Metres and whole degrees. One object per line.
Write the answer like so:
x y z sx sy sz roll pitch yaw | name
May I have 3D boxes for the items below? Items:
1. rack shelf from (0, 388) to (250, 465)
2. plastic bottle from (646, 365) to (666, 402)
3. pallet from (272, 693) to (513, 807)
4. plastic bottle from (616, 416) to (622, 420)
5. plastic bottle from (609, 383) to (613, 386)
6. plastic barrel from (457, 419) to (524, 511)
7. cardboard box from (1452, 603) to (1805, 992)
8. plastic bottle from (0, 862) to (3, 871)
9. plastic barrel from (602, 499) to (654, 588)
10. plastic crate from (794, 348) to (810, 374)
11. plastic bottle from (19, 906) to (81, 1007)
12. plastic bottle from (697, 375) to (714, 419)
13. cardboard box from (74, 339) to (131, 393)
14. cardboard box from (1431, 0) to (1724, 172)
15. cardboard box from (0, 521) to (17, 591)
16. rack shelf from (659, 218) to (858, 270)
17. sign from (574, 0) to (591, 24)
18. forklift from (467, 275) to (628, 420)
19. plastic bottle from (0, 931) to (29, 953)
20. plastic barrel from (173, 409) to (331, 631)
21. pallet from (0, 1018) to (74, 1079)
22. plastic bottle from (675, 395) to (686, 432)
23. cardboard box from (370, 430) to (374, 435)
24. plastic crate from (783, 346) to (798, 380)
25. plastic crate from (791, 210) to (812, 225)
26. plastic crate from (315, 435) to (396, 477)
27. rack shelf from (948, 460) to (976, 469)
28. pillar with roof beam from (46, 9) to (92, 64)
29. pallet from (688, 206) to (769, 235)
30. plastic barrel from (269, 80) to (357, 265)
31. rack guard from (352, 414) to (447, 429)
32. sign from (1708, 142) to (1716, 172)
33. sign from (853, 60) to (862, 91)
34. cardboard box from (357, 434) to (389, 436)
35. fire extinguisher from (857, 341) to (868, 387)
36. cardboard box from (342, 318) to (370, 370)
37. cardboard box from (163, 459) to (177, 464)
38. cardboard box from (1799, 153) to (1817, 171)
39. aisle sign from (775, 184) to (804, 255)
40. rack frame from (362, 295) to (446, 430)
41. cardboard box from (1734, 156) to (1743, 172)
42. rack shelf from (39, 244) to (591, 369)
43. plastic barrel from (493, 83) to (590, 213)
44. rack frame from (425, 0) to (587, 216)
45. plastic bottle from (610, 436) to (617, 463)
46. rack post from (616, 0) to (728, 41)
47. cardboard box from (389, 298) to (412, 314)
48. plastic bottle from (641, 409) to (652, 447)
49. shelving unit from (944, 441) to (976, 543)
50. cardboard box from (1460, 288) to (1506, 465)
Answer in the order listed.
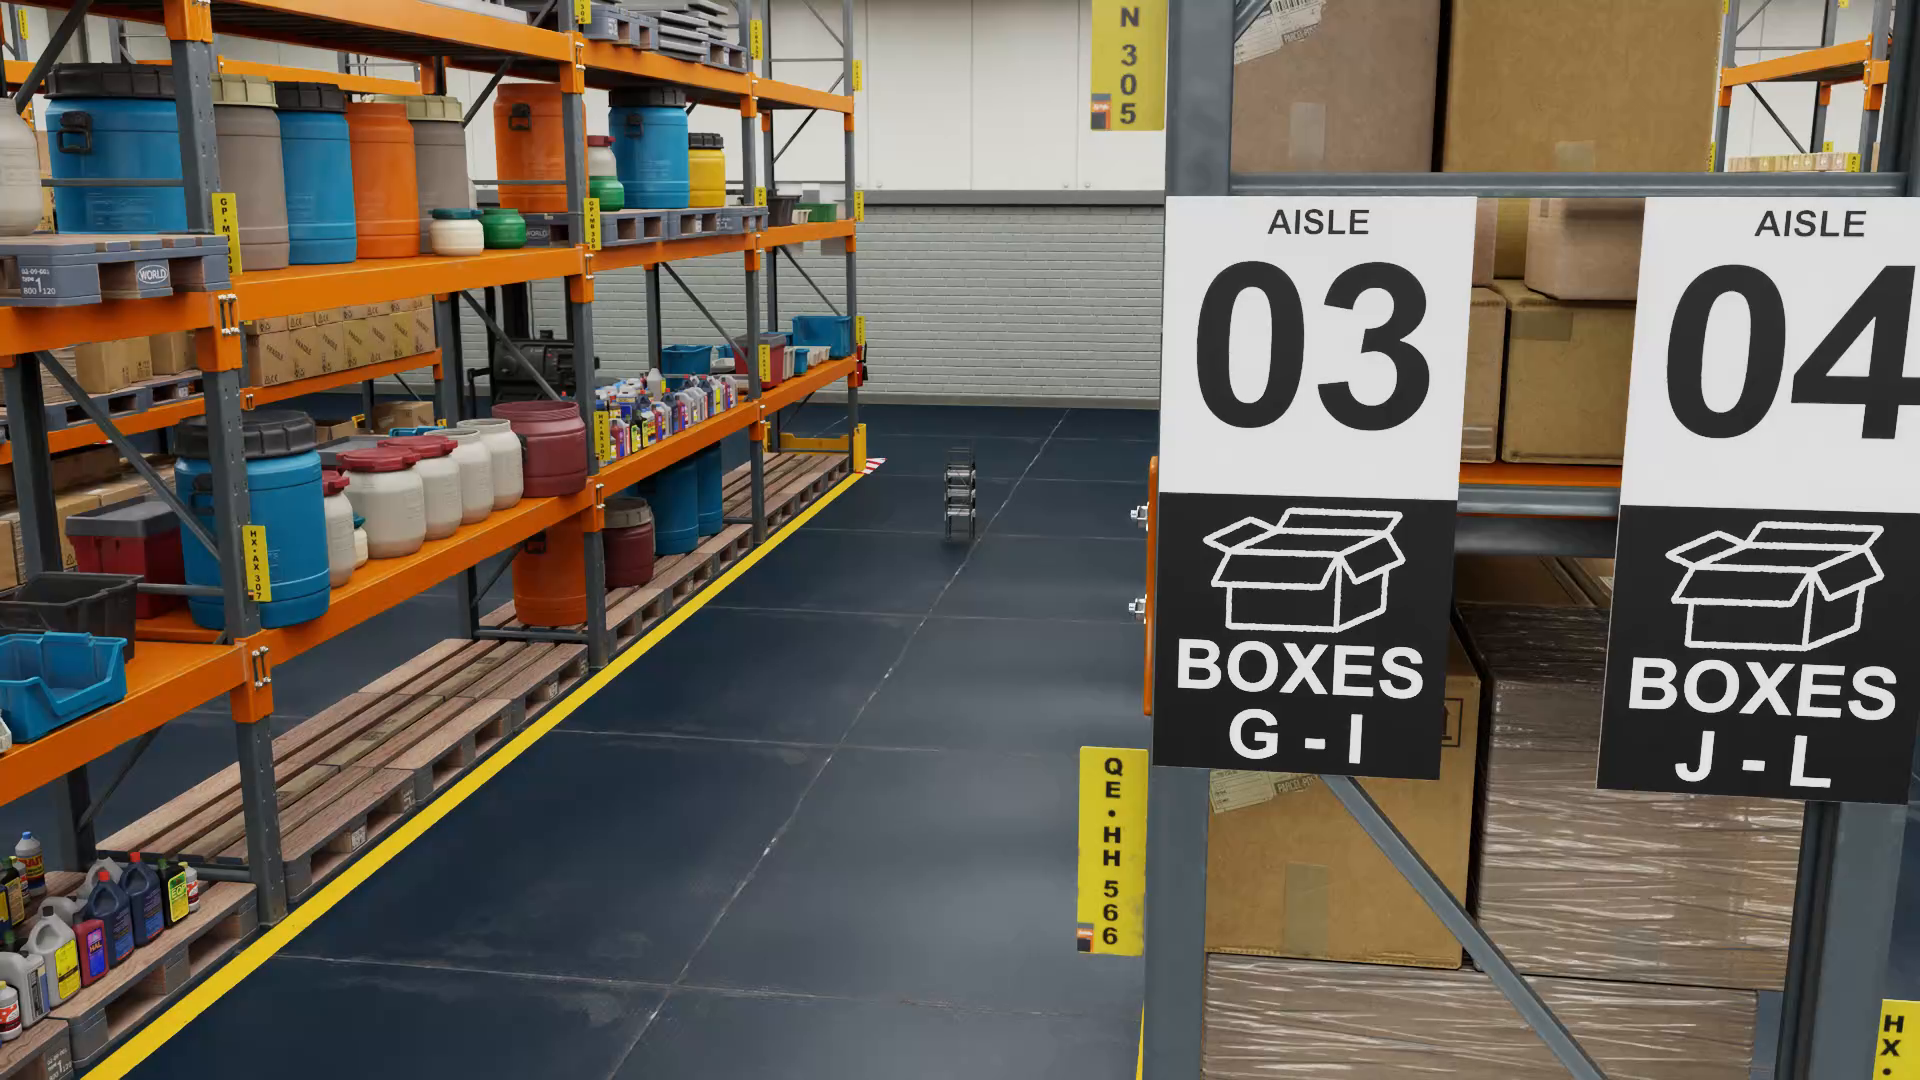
-7.478 -0.844 13.754 1.077 0.370 4.000 2 12 9 | rack shelf
-2.657 -1.356 14.537 0.144 0.351 0.185 2 12 9 | plastic bottle
-3.239 1.158 9.375 1.003 0.211 1.213 2 12 9 | pallet
-2.450 -0.756 11.945 0.097 0.271 0.097 0 12 0 | plastic bottle
-2.891 -1.146 13.727 0.061 0.283 0.133 2 12 9 | plastic bottle
-2.839 -0.452 9.961 0.421 0.512 0.421 0 12 0 | plastic barrel
1.126 0.419 2.869 0.500 0.500 0.500 2 12 9 | cardboard box
-4.012 1.451 6.817 0.152 0.276 0.135 2 12 11 | plastic bottle
-2.660 0.018 12.774 0.600 0.588 0.708 2 12 9 | plastic barrel
-1.724 -1.795 16.715 0.416 0.233 0.300 2 12 9 | plastic crate
-3.400 1.545 6.205 0.144 0.351 0.185 2 12 8 | plastic bottle
-2.123 -1.186 13.752 0.144 0.351 0.185 2 12 9 | plastic bottle
-7.381 -1.497 13.840 0.700 0.500 0.500 -1 12 -6 | cardboard box
1.267 -0.998 3.509 0.500 0.500 0.500 2 12 8 | cardboard box
-7.433 0.142 12.360 0.500 0.500 0.500 2 12 11 | cardboard box
-1.969 -2.982 16.554 1.077 0.370 4.000 2 12 9 | rack shelf
-2.347 -3.377 10.325 0.100 0.325 0.005 2 12 9 | sign
-4.422 -1.873 16.986 1.130 2.935 3.031 3 12 12 | forklift
-3.506 1.580 6.202 0.061 0.283 0.133 2 12 9 | plastic bottle
-3.148 -0.101 7.410 0.600 0.901 0.708 2 12 9 | plastic barrel
-3.837 1.971 5.604 1.003 0.211 1.213 2 12 9 | pallet
-2.198 -0.994 13.021 0.061 0.283 0.133 2 12 9 | plastic bottle
-6.959 -1.190 19.375 0.380 0.149 0.250 2 12 9 | cardboard box
-1.860 -1.734 16.316 0.437 0.282 0.530 2 12 9 | plastic crate
-1.734 -3.183 16.404 0.437 0.136 0.530 2 12 9 | plastic crate
-3.443 -0.323 9.477 0.402 0.464 0.583 2 12 9 | plastic crate
0.001 -0.673 15.113 0.258 0.077 0.200 2 12 9 | rack shelf
-7.636 -5.988 21.674 9.100 9.000 0.400 2 12 9 | pillar with roof beam
-2.301 -2.659 13.794 1.213 0.211 1.003 2 12 9 | pallet
-3.442 -1.882 8.553 0.600 0.901 0.708 2 12 9 | plastic barrel
-6.567 -1.207 19.664 1.175 0.500 0.348 2 12 9 | rack guard
7.582 -3.852 16.811 0.100 0.325 0.005 2 12 9 | sign
-1.115 -5.044 18.061 0.100 0.325 0.005 2 12 9 | sign
-6.571 -0.998 18.242 0.500 0.250 0.500 2 12 9 | cardboard box
-1.189 -2.080 18.851 0.296 0.674 0.183 2 12 9 | fire extinguisher
-6.591 -2.075 17.521 0.500 0.500 0.500 2 12 8 | cardboard box
-6.963 -0.493 15.308 0.500 0.500 0.500 2 12 8 | cardboard box
7.433 -3.232 14.231 0.380 0.149 0.250 1 12 6 | cardboard box
-1.944 -3.579 18.566 0.394 0.787 0.004 2 12 9 | aisle sign
-6.555 -2.445 19.474 1.000 3.000 0.127 2 12 9 | rack frame
7.672 -3.607 15.970 0.380 0.149 0.250 2 12 9 | cardboard box
-3.199 -1.317 8.826 1.077 0.370 4.000 2 12 9 | rack shelf
-2.802 -2.618 11.141 0.600 0.830 0.708 2 12 9 | plastic barrel
-2.892 -3.551 10.366 1.000 3.000 0.127 2 12 9 | rack frame
-2.446 -0.644 11.591 0.097 0.201 0.097 0 12 0 | plastic bottle
-2.437 -4.172 13.429 0.937 0.300 0.954 2 12 8 | rack post
-6.429 -2.776 18.399 0.500 0.500 0.500 2 12 10 | cardboard box
-2.334 -0.830 12.288 0.097 0.271 0.097 0 12 0 | plastic bottle
0.001 -0.442 15.163 0.258 0.900 0.210 2 12 9 | shelving unit
0.595 -0.294 2.730 0.500 0.250 0.500 2 12 10 | cardboard box
